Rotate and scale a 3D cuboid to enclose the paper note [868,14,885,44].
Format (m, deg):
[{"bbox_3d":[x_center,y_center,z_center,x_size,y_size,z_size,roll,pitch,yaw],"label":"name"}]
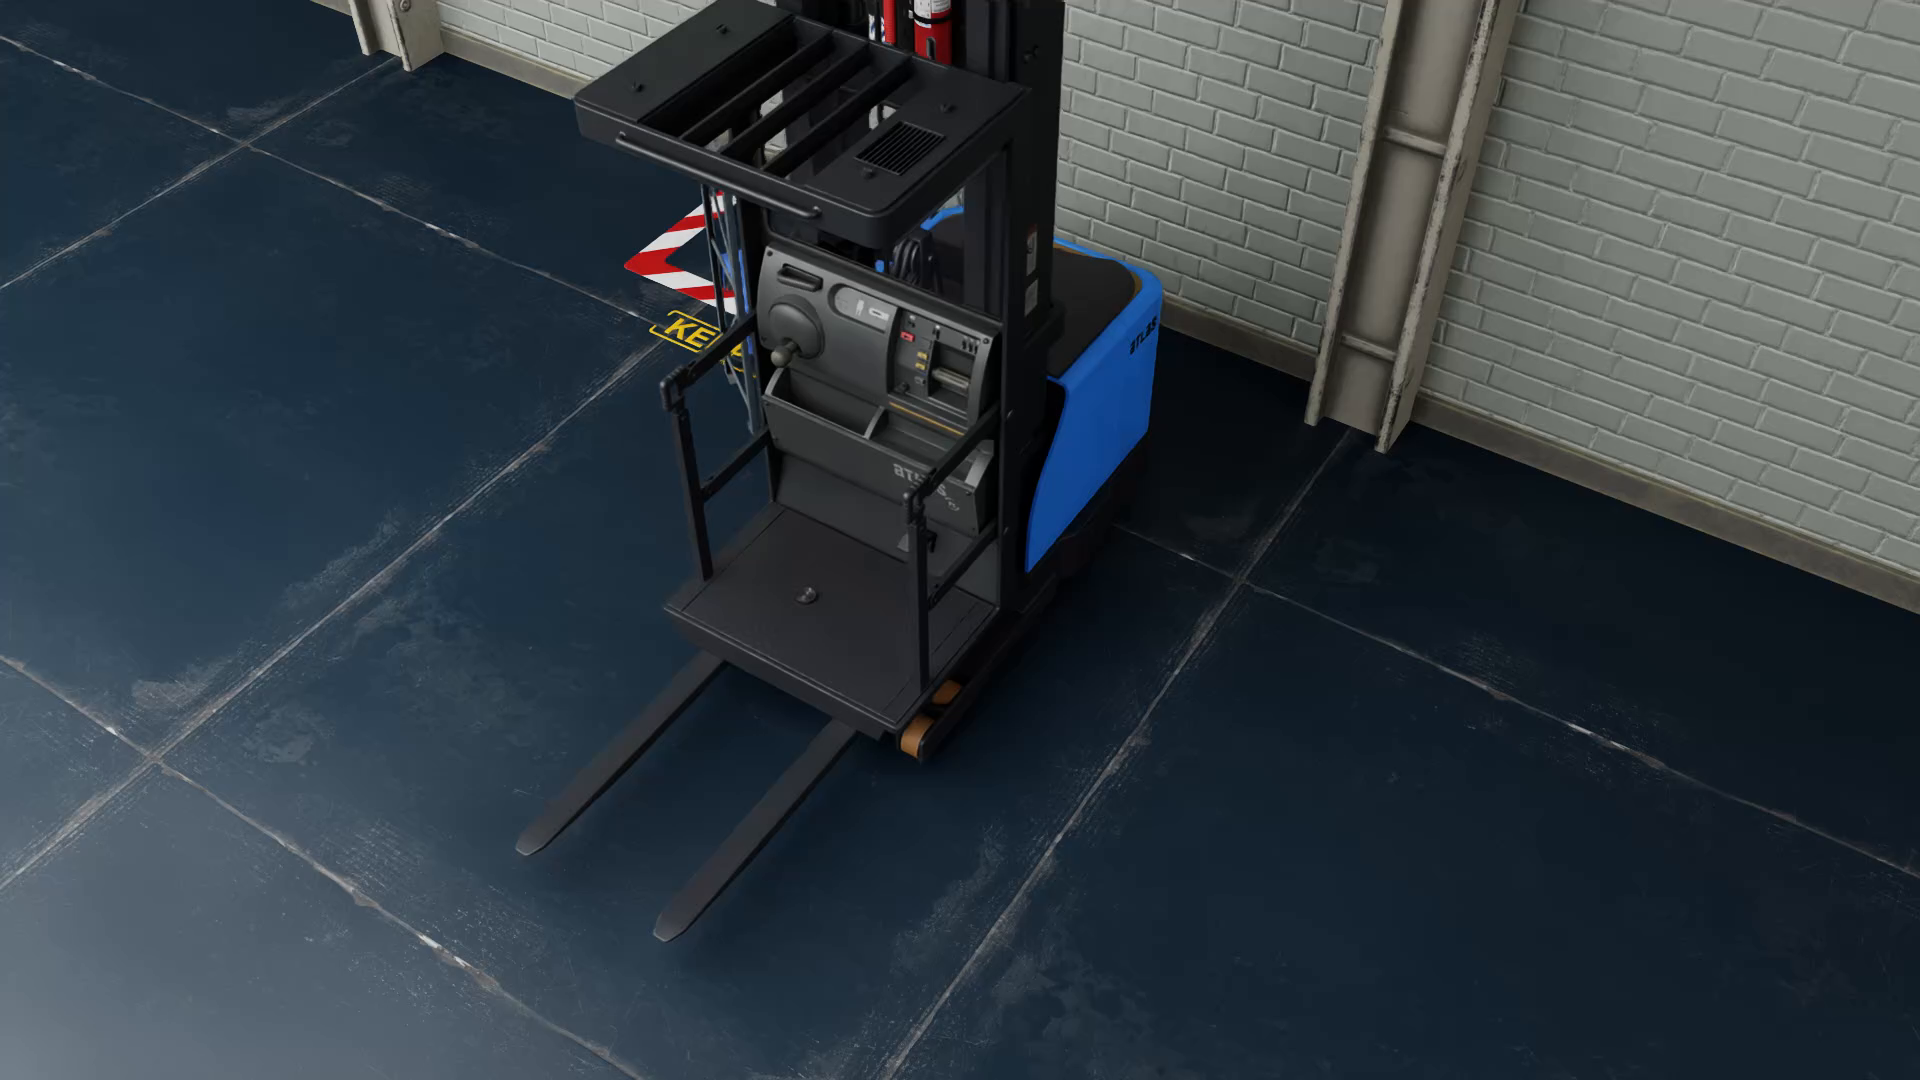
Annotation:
[{"bbox_3d":[-0.376,-2.377,7.805,0.142,0.148,0.016,25,51,22],"label":"paper note"}]

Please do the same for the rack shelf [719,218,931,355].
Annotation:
[{"bbox_3d":[-0.517,-1.148,7.292,1.000,0.185,0.538,-15,48,-14],"label":"rack shelf"}]

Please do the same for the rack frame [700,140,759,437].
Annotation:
[{"bbox_3d":[-0.993,-1.146,7.039,0.032,1.500,0.500,-15,48,-14],"label":"rack frame"}]

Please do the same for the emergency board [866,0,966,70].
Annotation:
[{"bbox_3d":[-0.265,-2.574,7.382,0.643,1.169,0.194,25,51,22],"label":"emergency board"}]

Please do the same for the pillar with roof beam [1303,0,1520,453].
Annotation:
[{"bbox_3d":[-0.529,-1.086,1.753,0.400,9.000,9.100,25,51,22],"label":"pillar with roof beam"}]

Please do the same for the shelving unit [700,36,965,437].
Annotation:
[{"bbox_3d":[-0.517,-1.273,7.163,1.048,1.500,0.538,-15,48,-14],"label":"shelving unit"}]

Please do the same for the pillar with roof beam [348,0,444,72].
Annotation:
[{"bbox_3d":[-5.580,-3.409,4.010,0.400,9.000,9.100,25,51,22],"label":"pillar with roof beam"}]

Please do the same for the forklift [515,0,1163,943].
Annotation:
[{"bbox_3d":[-0.412,-0.602,5.513,1.130,2.935,3.031,25,51,22],"label":"forklift"}]

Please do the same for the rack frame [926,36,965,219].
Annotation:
[{"bbox_3d":[-0.041,-1.401,7.288,0.032,1.500,0.500,-15,48,-14],"label":"rack frame"}]
